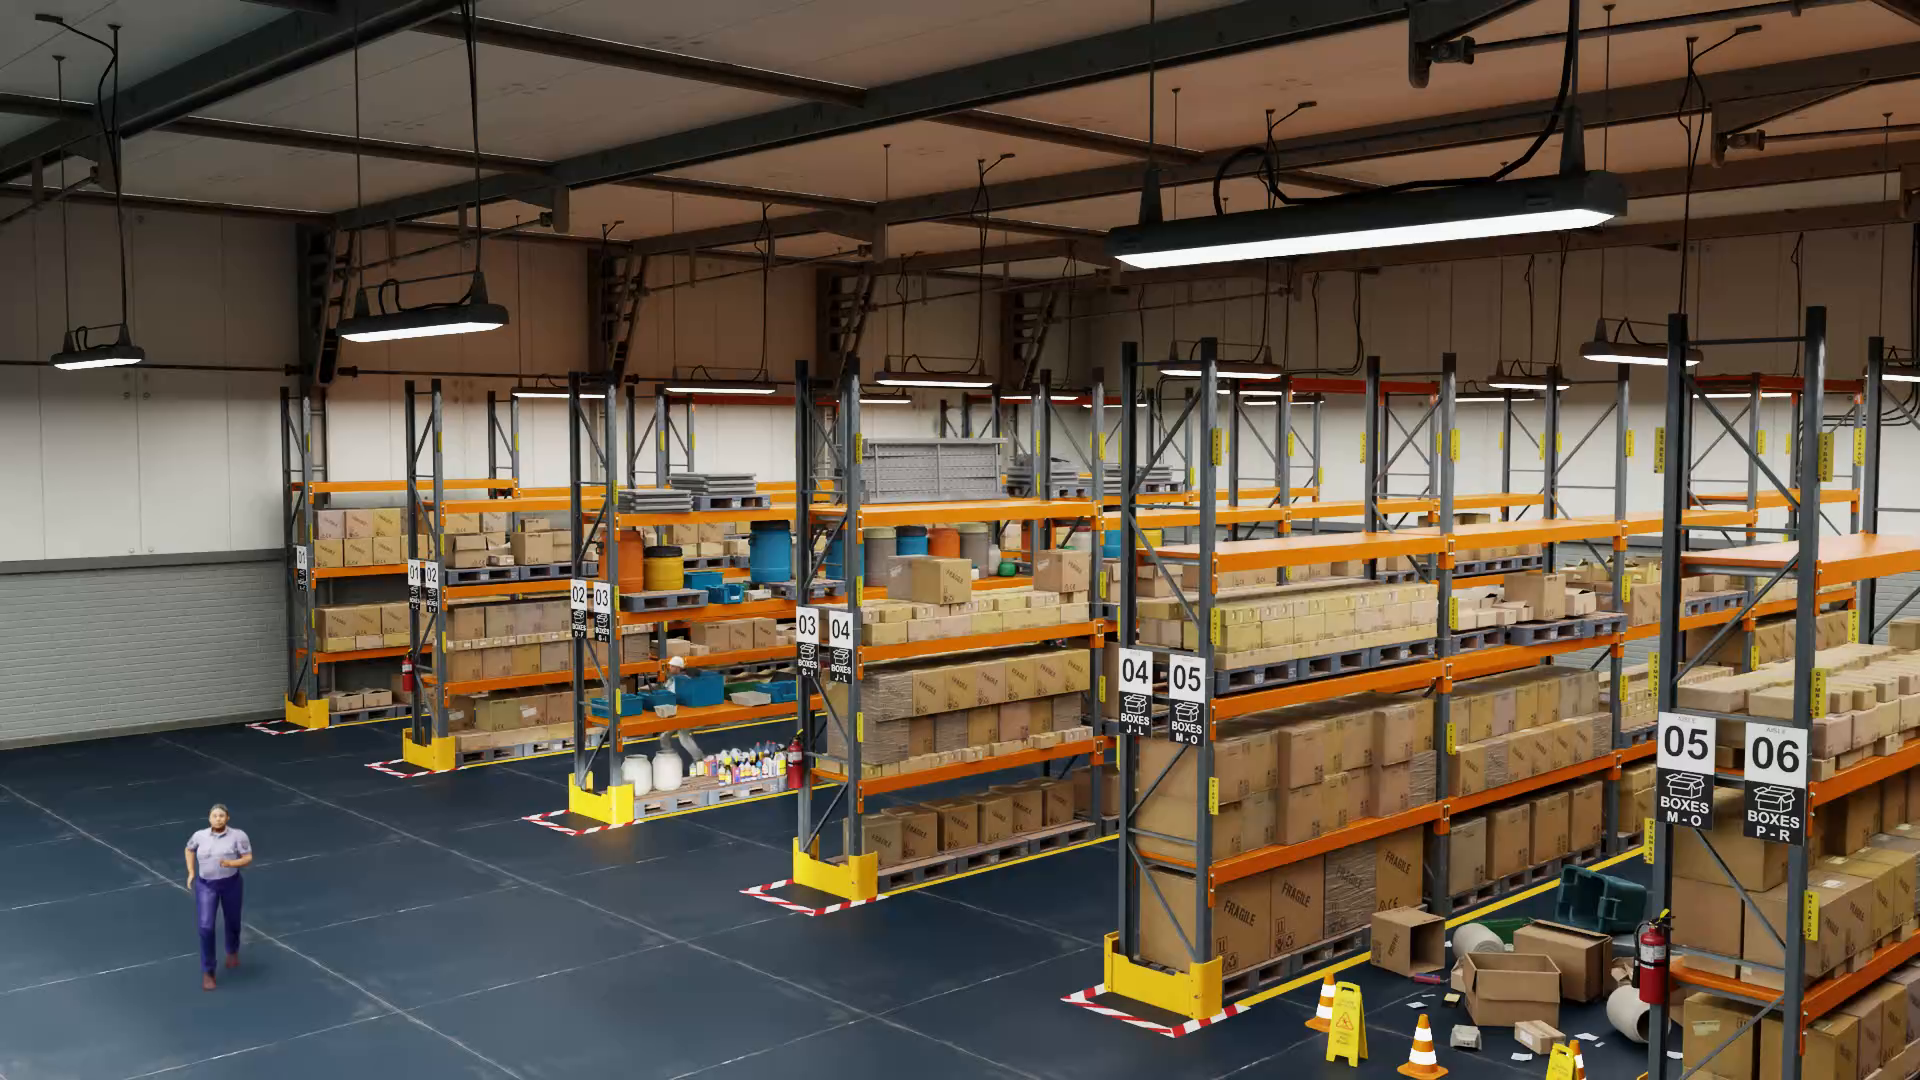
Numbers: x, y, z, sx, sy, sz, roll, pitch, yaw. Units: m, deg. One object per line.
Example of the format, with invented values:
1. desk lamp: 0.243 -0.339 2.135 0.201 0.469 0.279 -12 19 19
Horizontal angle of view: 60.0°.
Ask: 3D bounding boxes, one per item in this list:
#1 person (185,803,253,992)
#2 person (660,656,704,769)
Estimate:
1. person: -7.002 3.345 15.734 0.583 1.698 0.755 -2 4 -24
2. person: -4.255 2.665 25.244 0.649 1.809 0.834 4 5 44
